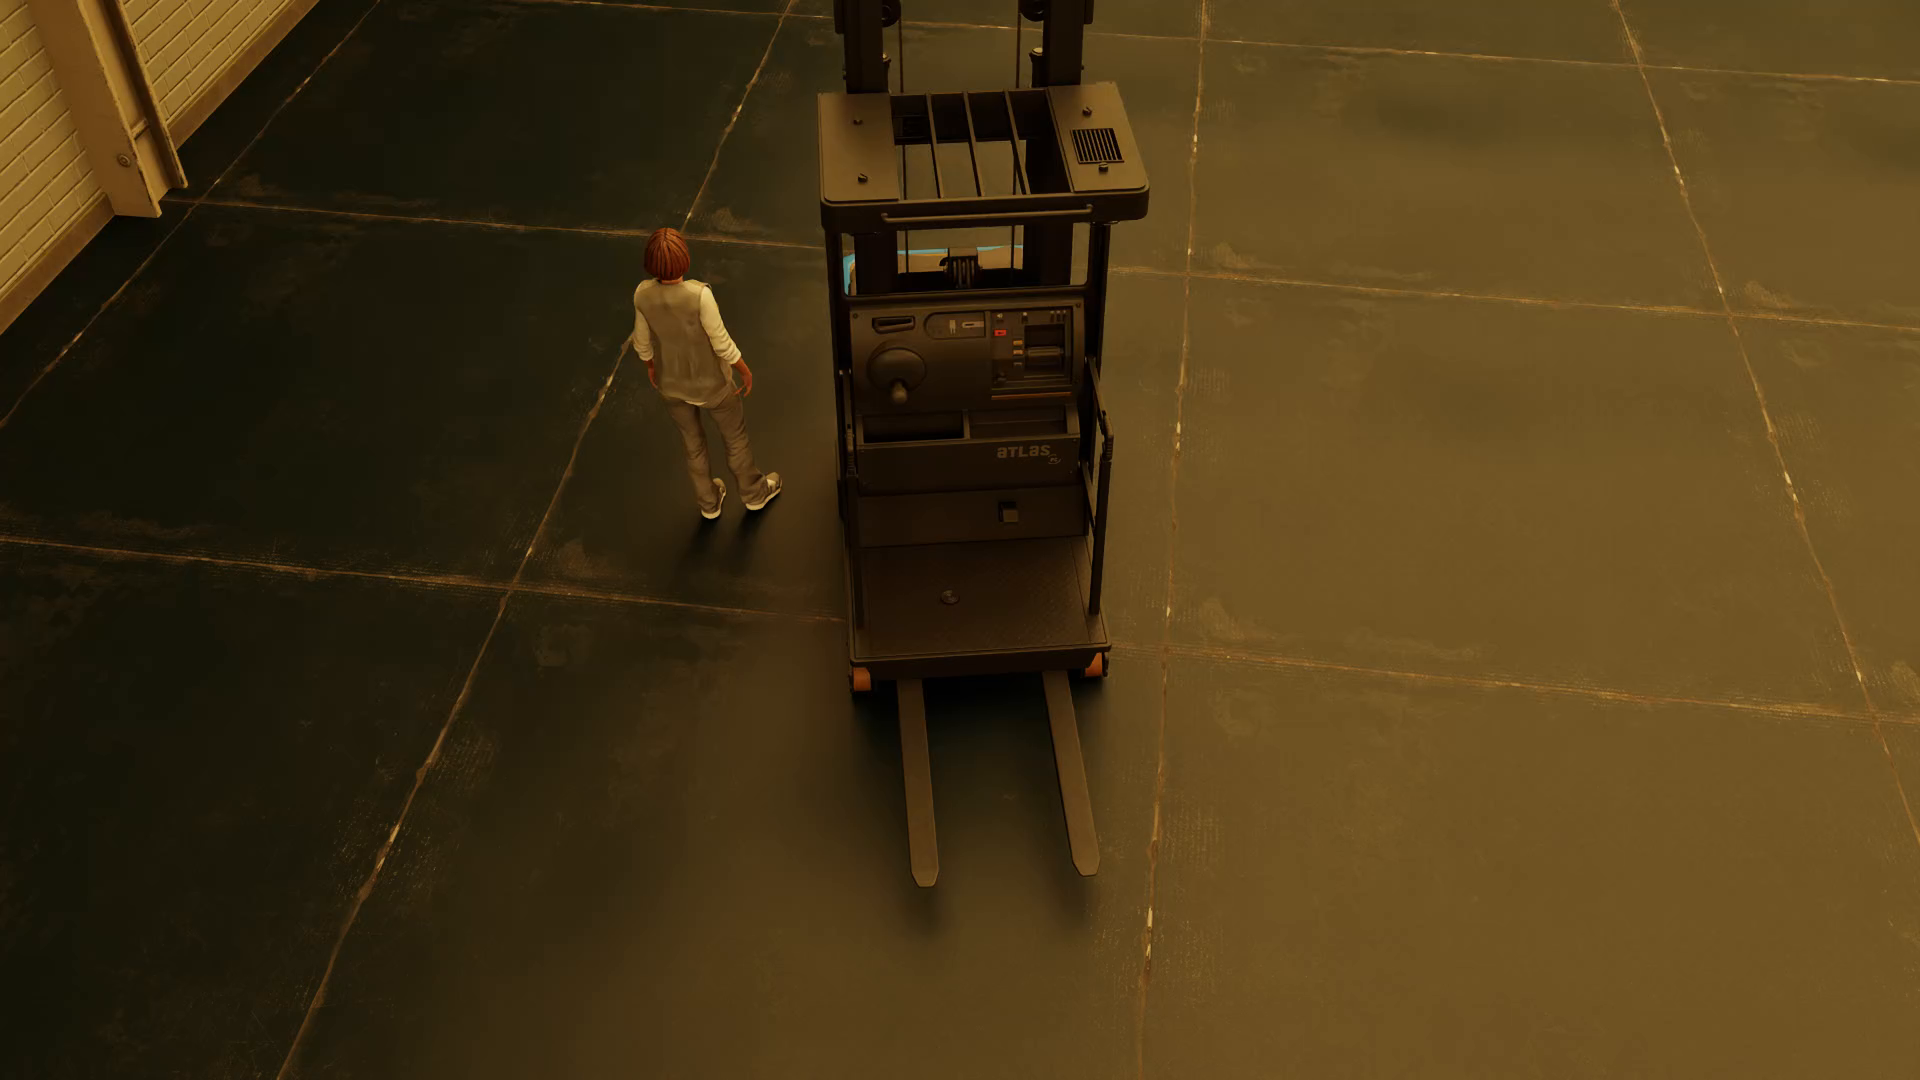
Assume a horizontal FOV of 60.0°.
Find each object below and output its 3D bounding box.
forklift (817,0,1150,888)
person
[{"bbox_3d":[0.051,-0.668,6.451,1.130,2.935,3.031,-3,43,-4],"label":"forklift"},{"bbox_3d":[-1.165,-0.763,7.530,0.520,1.597,0.475,9,43,9],"label":"person"}]
